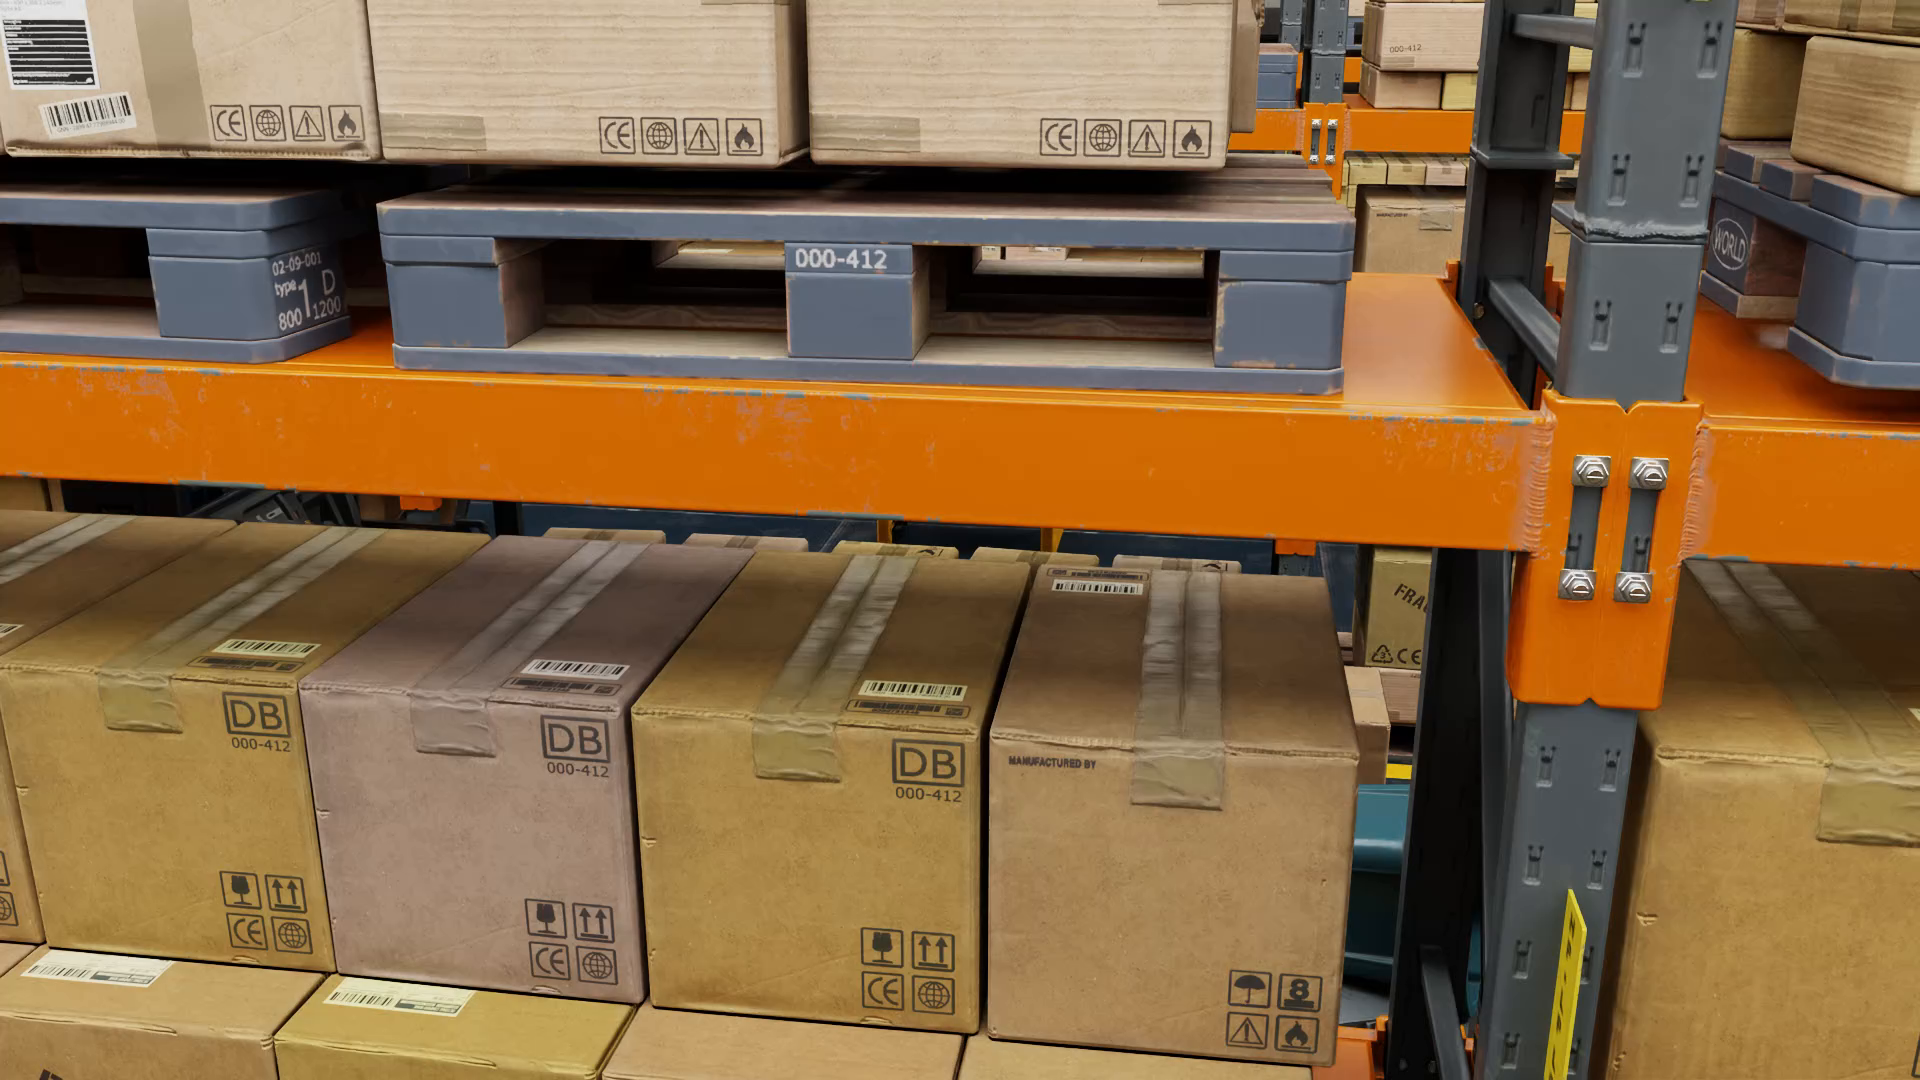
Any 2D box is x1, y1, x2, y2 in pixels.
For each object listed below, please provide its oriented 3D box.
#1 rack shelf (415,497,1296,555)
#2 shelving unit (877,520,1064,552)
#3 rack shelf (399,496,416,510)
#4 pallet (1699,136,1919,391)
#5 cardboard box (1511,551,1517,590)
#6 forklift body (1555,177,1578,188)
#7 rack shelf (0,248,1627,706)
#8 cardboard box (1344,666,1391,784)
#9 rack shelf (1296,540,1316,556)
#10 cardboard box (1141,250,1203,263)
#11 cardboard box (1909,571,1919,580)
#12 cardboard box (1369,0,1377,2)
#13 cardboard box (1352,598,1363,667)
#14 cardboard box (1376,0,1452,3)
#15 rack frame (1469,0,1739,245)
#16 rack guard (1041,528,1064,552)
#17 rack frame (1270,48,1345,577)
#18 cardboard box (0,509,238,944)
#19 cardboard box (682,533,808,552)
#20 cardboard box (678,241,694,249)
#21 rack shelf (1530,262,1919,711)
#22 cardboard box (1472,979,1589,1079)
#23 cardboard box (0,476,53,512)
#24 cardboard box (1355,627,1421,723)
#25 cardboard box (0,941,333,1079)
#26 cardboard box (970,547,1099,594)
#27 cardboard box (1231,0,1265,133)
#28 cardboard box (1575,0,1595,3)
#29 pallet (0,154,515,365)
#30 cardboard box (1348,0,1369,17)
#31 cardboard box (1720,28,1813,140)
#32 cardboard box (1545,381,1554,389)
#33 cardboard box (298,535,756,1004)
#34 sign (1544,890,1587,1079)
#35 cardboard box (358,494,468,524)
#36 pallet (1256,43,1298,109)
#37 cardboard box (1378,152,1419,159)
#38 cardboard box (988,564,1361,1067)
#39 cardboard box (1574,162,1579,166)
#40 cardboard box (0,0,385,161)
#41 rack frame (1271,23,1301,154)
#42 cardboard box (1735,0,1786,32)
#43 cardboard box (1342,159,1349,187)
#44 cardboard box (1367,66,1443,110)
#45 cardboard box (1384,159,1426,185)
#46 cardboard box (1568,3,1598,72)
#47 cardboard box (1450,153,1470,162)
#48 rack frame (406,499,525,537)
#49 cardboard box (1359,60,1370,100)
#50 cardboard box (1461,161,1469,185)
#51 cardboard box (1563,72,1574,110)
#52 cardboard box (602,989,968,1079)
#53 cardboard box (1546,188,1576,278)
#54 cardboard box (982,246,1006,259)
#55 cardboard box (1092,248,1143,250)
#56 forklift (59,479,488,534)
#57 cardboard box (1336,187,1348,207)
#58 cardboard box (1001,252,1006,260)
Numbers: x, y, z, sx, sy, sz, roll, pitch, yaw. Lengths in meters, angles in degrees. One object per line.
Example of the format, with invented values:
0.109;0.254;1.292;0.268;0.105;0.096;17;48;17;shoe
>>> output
-0.461;-0.372;7.822;4.000;0.370;1.077;3;19;9;rack shelf
0.075;-0.707;10.054;1.083;1.500;0.587;3;19;9;shelving unit
-4.411;-0.574;8.424;4.000;0.370;1.077;3;19;9;rack shelf
1.634;-0.393;2.163;1.213;0.211;1.003;3;19;9;pallet
2.583;0.274;7.247;0.500;0.500;0.500;4;19;11;cardboard box
4.085;-1.088;10.166;1.214;2.155;2.313;3;19;9;forklift body
-1.147;-0.239;2.696;4.000;0.370;1.077;3;19;9;rack shelf
1.261;0.773;6.013;0.500;0.500;0.500;3;19;9;cardboard box
3.488;-0.171;7.221;4.000;0.370;1.077;3;19;9;rack shelf
1.021;-0.952;7.132;0.500;0.500;0.500;3;19;8;cardboard box
1.748;0.380;2.501;0.550;0.550;0.875;3;19;9;cardboard box
1.861;-2.347;7.002;0.250;0.149;0.380;3;19;10;cardboard box
2.140;0.437;7.940;0.500;0.250;0.500;4;19;11;cardboard box
1.772;-2.176;6.492;0.250;0.149;0.380;3;19;8;cardboard box
0.828;-1.902;1.805;0.127;3.000;1.000;3;19;9;rack frame
0.567;-0.090;10.177;0.087;0.250;0.587;3;19;9;rack guard
1.513;-0.613;7.407;0.127;3.000;1.000;3;19;9;rack frame
-1.673;0.296;2.958;0.500;0.500;0.700;3;19;8;cardboard box
-1.150;0.299;8.162;0.625;0.372;0.950;3;19;8;cardboard box
-1.513;-1.083;7.523;0.500;0.500;0.500;4;19;11;cardboard box
2.803;-0.038;2.095;4.000;0.370;1.077;3;19;9;rack shelf
1.194;0.887;2.689;0.550;0.550;0.875;3;19;9;cardboard box
-4.868;-0.158;8.734;0.875;0.875;0.875;3;19;10;cardboard box
2.053;0.606;7.435;0.500;0.250;0.500;2;19;6;cardboard box
-1.229;0.877;2.796;0.500;0.500;0.500;3;19;8;cardboard box
0.285;0.373;7.939;0.625;0.372;0.950;4;19;12;cardboard box
0.271;-0.771;2.545;0.396;0.266;0.258;3;19;8;cardboard box
2.293;-2.156;6.432;0.250;0.149;0.380;2;19;7;cardboard box
-1.373;-0.520;2.700;1.213;0.211;1.003;4;19;11;pallet
2.692;-3.600;11.185;0.250;0.149;0.380;3;19;10;cardboard box
1.238;-0.689;2.483;0.250;0.149;0.380;3;19;8;cardboard box
2.403;-0.674;6.963;0.500;0.500;0.500;3;19;8;cardboard box
-0.670;0.347;2.804;0.500;0.500;0.700;3;19;9;cardboard box
0.751;0.602;2.077;0.005;0.325;0.100;3;19;9;sign
-3.105;-0.067;8.461;0.875;0.875;0.875;3;19;8;cardboard box
0.921;-2.011;7.154;1.003;0.211;1.213;3;19;9;pallet
3.165;-2.708;12.021;0.250;0.149;0.380;3;19;8;cardboard box
0.337;0.398;2.652;0.500;0.500;0.700;3;19;8;cardboard box
4.344;-2.490;11.370;0.250;0.149;0.380;3;19;9;cardboard box
-0.938;-0.703;2.271;0.500;0.311;0.500;2;19;7;cardboard box
2.297;-2.168;12.056;0.127;3.000;1.000;3;19;9;rack frame
1.355;-0.852;2.342;0.500;0.250;0.500;3;19;8;cardboard box
2.565;-2.555;11.564;0.250;0.149;0.380;3;19;10;cardboard box
1.785;-1.823;6.692;0.250;0.149;0.380;3;19;8;cardboard box
3.090;-2.560;11.579;0.250;0.149;0.380;3;19;8;cardboard box
2.415;-1.974;6.517;0.500;0.250;0.500;3;19;8;cardboard box
3.675;-2.696;11.984;0.250;0.149;0.380;3;19;8;cardboard box
-2.436;-0.814;8.009;0.127;3.000;1.000;3;19;9;rack frame
1.874;-1.996;7.210;0.250;0.149;0.380;3;19;9;cardboard box
3.589;-2.511;11.430;0.250;0.149;0.380;3;19;8;cardboard box
2.294;-1.815;6.669;0.250;0.149;0.380;3;19;9;cardboard box
-0.229;0.928;2.646;0.500;0.500;0.500;3;19;8;cardboard box
2.414;-1.153;6.819;0.500;0.500;0.700;3;19;9;cardboard box
0.065;-1.298;7.143;0.250;0.149;0.380;2;19;6;cardboard box
0.601;-1.139;7.692;0.500;0.500;0.500;3;19;9;cardboard box
-2.182;-0.036;5.791;3.031;2.935;1.130;3;19;9;forklift
2.570;-2.425;11.643;0.250;0.149;0.380;3;19;8;cardboard box
0.022;-1.004;7.289;0.500;0.500;0.500;4;19;11;cardboard box
